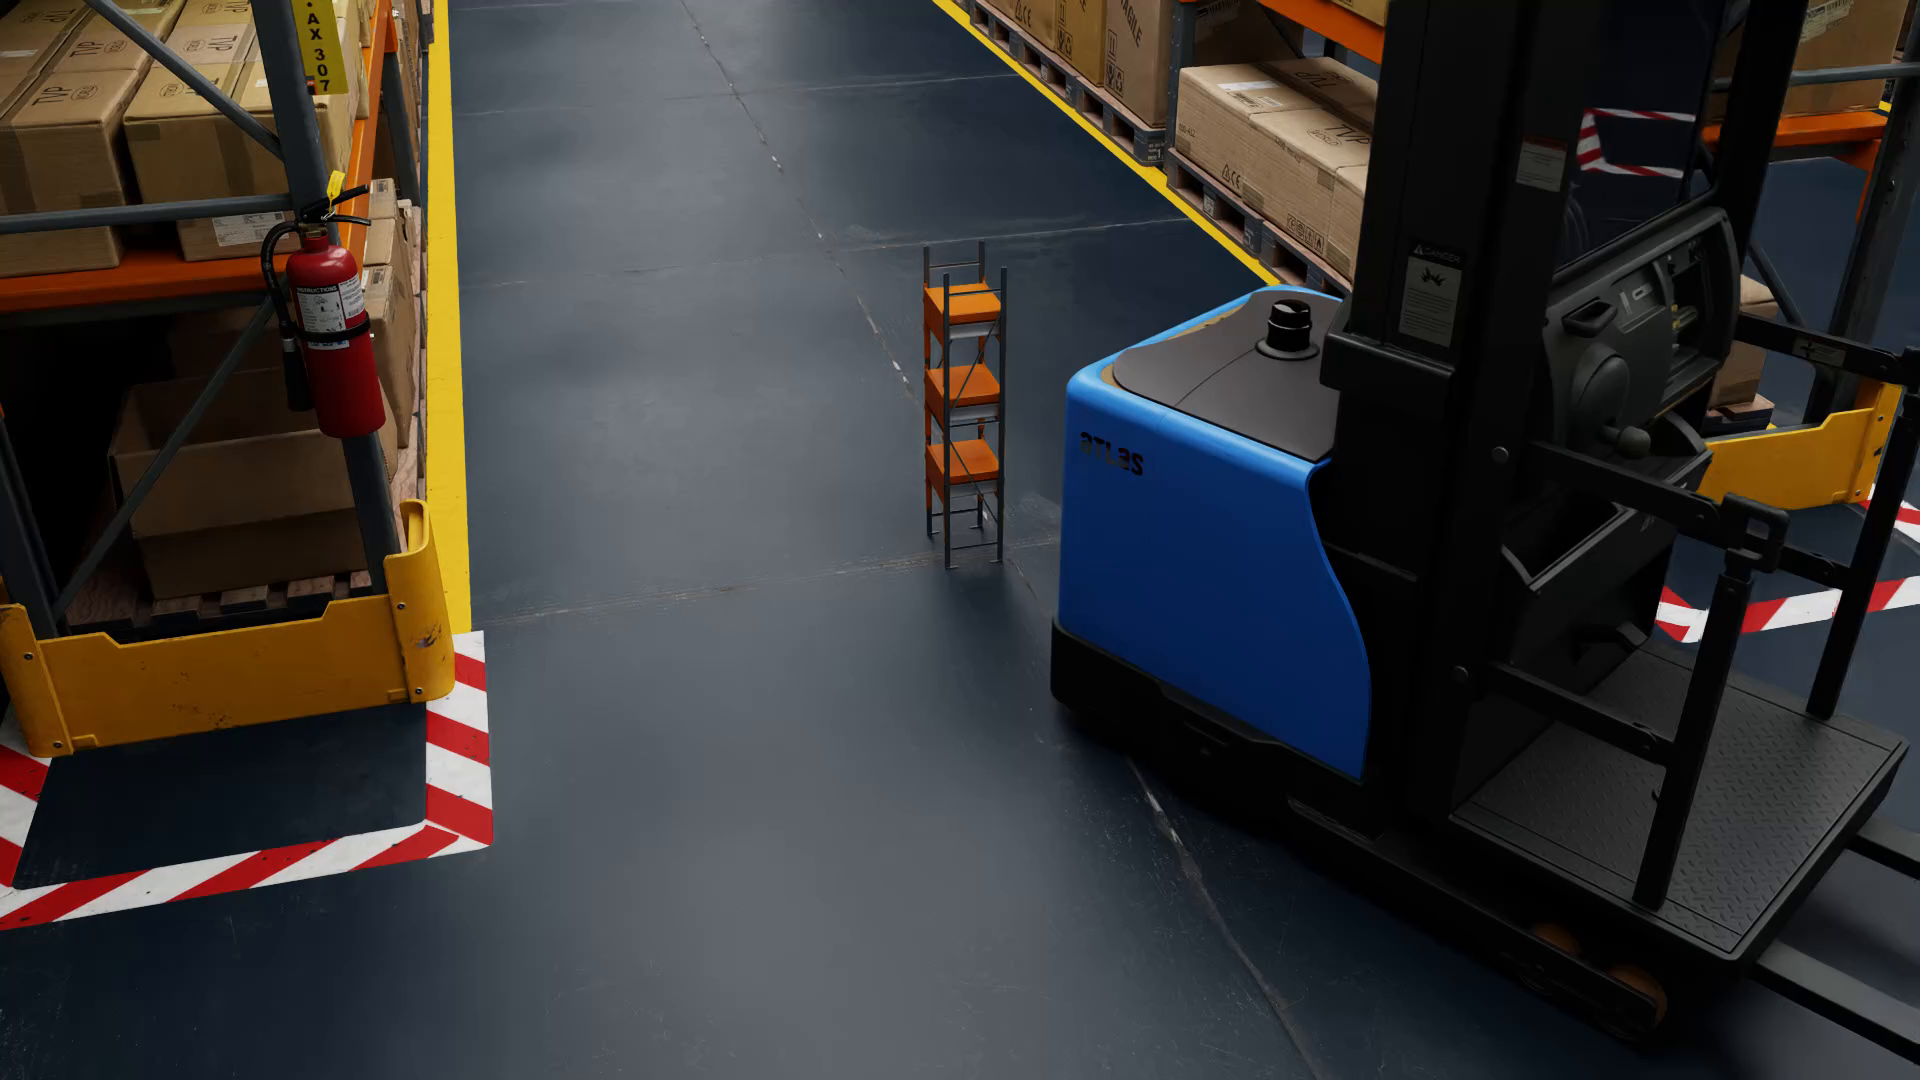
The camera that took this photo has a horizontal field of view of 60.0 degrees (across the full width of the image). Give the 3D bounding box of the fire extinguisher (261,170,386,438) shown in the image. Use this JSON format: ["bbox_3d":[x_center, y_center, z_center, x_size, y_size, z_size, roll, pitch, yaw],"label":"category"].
[{"bbox_3d":[-1.606,-0.595,4.233,0.296,0.674,0.183,-8,31,-13],"label":"fire extinguisher"}]

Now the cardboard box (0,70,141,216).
[{"bbox_3d":[-2.469,-1.050,4.423,0.500,0.250,0.500,-7,31,-12],"label":"cardboard box"}]

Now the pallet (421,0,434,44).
[{"bbox_3d":[-4.395,-3.859,12.207,1.003,0.211,1.213,-8,31,-13],"label":"pallet"}]

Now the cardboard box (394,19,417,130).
[{"bbox_3d":[-3.343,-2.592,9.310,0.500,0.500,0.500,-9,31,-15],"label":"cardboard box"}]

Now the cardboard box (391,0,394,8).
[{"bbox_3d":[-3.514,-3.195,9.704,0.380,0.149,0.250,-9,31,-16],"label":"cardboard box"}]

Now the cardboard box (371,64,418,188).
[{"bbox_3d":[-3.064,-2.095,8.451,0.500,0.500,0.500,-7,31,-11],"label":"cardboard box"}]

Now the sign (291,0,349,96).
[{"bbox_3d":[-1.568,-1.246,4.045,0.100,0.325,0.005,-8,31,-13],"label":"sign"}]

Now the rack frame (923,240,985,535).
[{"bbox_3d":[-0.018,-0.487,5.544,0.200,1.050,0.008,-8,31,-13],"label":"rack frame"}]

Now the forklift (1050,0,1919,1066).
[{"bbox_3d":[1.667,-0.429,3.565,3.031,2.935,1.130,26,39,37],"label":"forklift"}]

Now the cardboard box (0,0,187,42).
[{"bbox_3d":[-2.732,-1.539,5.268,0.500,0.250,0.500,-7,31,-12],"label":"cardboard box"}]

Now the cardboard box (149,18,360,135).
[{"bbox_3d":[-2.086,-1.362,4.961,0.500,0.250,0.500,-8,31,-13],"label":"cardboard box"}]

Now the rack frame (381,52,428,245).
[{"bbox_3d":[-3.153,-2.731,7.474,1.000,3.000,0.127,-8,31,-13],"label":"rack frame"}]

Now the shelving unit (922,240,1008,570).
[{"bbox_3d":[0.014,-0.429,5.442,0.215,1.050,0.252,-8,31,-13],"label":"shelving unit"}]

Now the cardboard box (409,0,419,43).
[{"bbox_3d":[-3.895,-3.587,11.030,0.500,0.500,0.500,-7,31,-12],"label":"cardboard box"}]

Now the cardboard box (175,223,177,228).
[{"bbox_3d":[-2.026,-1.003,4.739,0.380,0.149,0.250,-7,31,-12],"label":"cardboard box"}]

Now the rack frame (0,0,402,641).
[{"bbox_3d":[-2.091,-0.799,4.137,1.000,3.000,0.127,-8,31,-13],"label":"rack frame"}]

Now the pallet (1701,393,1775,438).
[{"bbox_3d":[2.406,-0.630,6.628,1.003,0.211,1.213,-8,31,-13],"label":"pallet"}]

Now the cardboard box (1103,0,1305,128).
[{"bbox_3d":[1.390,-2.944,9.544,0.875,0.875,0.875,-7,31,-12],"label":"cardboard box"}]

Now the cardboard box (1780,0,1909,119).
[{"bbox_3d":[2.843,-1.774,5.722,0.500,0.500,0.500,-8,31,-14],"label":"cardboard box"}]

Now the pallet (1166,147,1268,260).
[{"bbox_3d":[1.758,-1.809,8.664,1.003,0.211,1.213,-8,31,-13],"label":"pallet"}]

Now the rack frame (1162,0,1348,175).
[{"bbox_3d":[1.632,-3.393,8.618,1.000,3.000,0.127,-8,31,-13],"label":"rack frame"}]

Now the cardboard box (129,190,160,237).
[{"bbox_3d":[-2.446,-0.946,4.640,0.380,0.149,0.250,-7,31,-12],"label":"cardboard box"}]

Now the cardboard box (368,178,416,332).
[{"bbox_3d":[-2.627,-1.127,6.778,0.700,0.500,0.500,-9,31,-15],"label":"cardboard box"}]

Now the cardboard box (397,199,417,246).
[{"bbox_3d":[-2.722,-1.449,7.686,0.380,0.149,0.250,-9,31,-15],"label":"cardboard box"}]

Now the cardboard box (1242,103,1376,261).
[{"bbox_3d":[1.933,-1.716,7.859,0.875,0.438,0.875,-9,31,-15],"label":"cardboard box"}]

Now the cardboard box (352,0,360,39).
[{"bbox_3d":[-2.380,-1.850,5.805,0.500,0.250,0.500,-9,31,-15],"label":"cardboard box"}]

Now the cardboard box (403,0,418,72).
[{"bbox_3d":[-3.631,-3.092,10.174,0.500,0.500,0.500,-7,31,-11],"label":"cardboard box"}]

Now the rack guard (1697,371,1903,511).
[{"bbox_3d":[2.700,-0.368,5.886,1.175,0.500,0.348,-8,31,-13],"label":"rack guard"}]

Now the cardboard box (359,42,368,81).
[{"bbox_3d":[-2.297,-1.639,5.838,0.380,0.149,0.250,-7,31,-12],"label":"cardboard box"}]

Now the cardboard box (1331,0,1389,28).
[{"bbox_3d":[1.896,-2.441,6.874,0.500,0.500,0.500,-7,31,-12],"label":"cardboard box"}]

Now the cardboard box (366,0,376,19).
[{"bbox_3d":[-2.642,-2.257,6.906,0.380,0.149,0.250,-7,31,-12],"label":"cardboard box"}]

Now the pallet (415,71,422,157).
[{"bbox_3d":[-3.732,-2.503,9.863,1.003,0.211,1.213,-8,31,-13],"label":"pallet"}]

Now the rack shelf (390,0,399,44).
[{"bbox_3d":[-3.684,-3.386,9.324,1.077,0.370,4.000,-8,31,-13],"label":"rack shelf"}]

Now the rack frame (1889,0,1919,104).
[{"bbox_3d":[6.378,-4.100,9.839,1.000,3.000,0.127,-8,31,-13],"label":"rack frame"}]

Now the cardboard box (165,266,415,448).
[{"bbox_3d":[-2.351,-0.625,5.912,0.700,0.500,0.500,-7,31,-11],"label":"cardboard box"}]

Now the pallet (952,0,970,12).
[{"bbox_3d":[0.364,-4.496,13.307,1.003,0.211,1.213,-8,31,-13],"label":"pallet"}]

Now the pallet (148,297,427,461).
[{"bbox_3d":[-2.644,-0.602,6.580,1.003,0.211,1.213,-8,31,-13],"label":"pallet"}]

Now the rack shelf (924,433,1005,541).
[{"bbox_3d":[0.014,-0.179,5.587,0.215,0.259,0.240,-8,31,-13],"label":"rack shelf"}]

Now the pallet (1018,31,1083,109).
[{"bbox_3d":[1.027,-3.139,10.963,1.003,0.211,1.213,-8,31,-13],"label":"pallet"}]

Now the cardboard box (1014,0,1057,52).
[{"bbox_3d":[0.906,-3.811,11.042,0.875,0.875,0.875,-7,31,-13],"label":"cardboard box"}]

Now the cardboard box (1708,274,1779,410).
[{"bbox_3d":[2.422,-0.839,6.344,0.875,0.438,0.875,-9,31,-15],"label":"cardboard box"}]

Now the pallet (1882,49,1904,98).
[{"bbox_3d":[6.170,-3.269,11.187,1.003,0.211,1.213,-8,31,-13],"label":"pallet"}]
